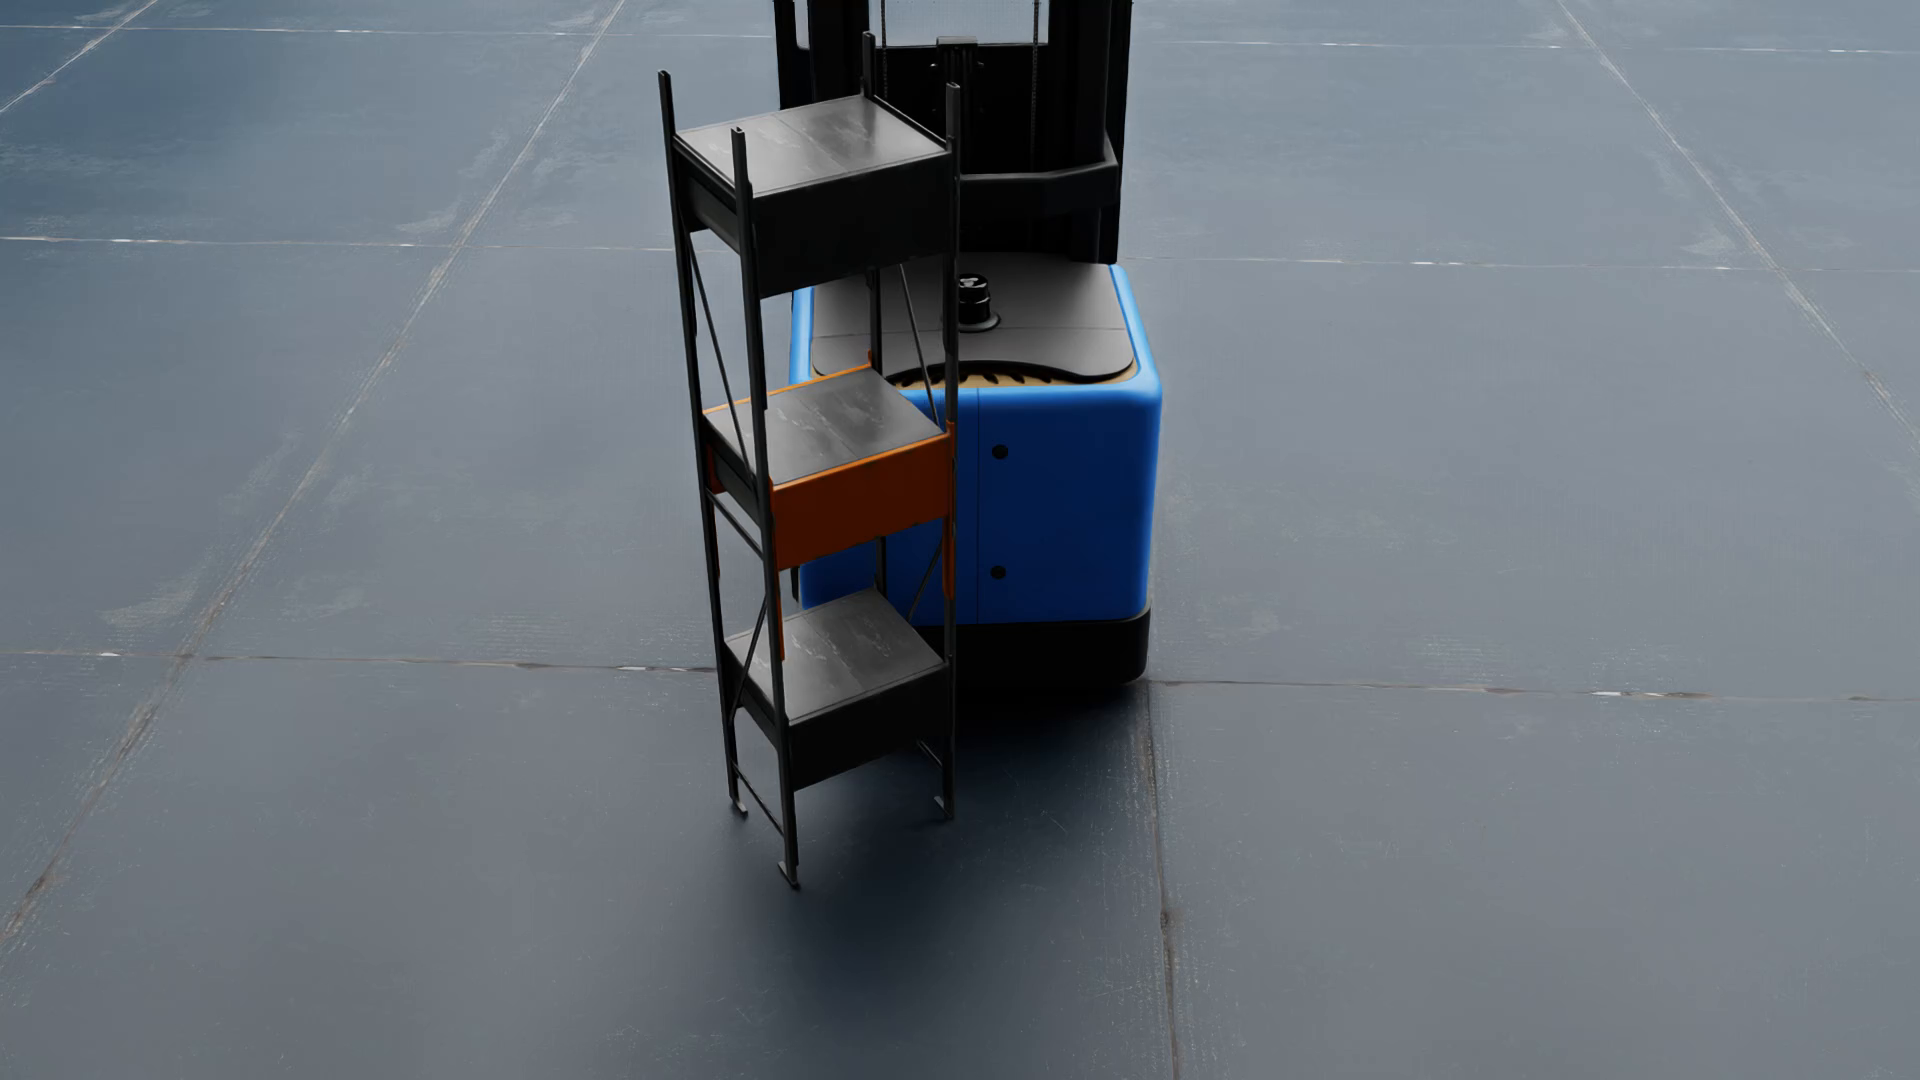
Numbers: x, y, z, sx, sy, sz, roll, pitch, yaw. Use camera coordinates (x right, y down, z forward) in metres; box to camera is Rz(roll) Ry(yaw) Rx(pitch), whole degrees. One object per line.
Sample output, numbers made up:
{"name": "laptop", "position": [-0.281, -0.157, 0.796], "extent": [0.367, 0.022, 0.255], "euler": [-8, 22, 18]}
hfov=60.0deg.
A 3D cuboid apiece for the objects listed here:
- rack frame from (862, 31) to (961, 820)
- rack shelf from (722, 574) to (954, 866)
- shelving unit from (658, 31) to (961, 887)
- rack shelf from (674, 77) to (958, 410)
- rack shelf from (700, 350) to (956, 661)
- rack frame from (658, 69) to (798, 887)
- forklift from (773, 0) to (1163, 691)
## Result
{"name": "rack frame", "position": [-0.117, -0.177, 4.171], "extent": [0.015, 2.100, 0.400], "euler": [-19, 40, -25]}
{"name": "rack shelf", "position": [-0.331, 0.476, 4.482], "extent": [0.480, 0.518, 0.431], "euler": [-19, 40, -25]}
{"name": "shelving unit", "position": [-0.326, -0.105, 4.067], "extent": [0.503, 2.100, 0.431], "euler": [-19, 40, -25]}
{"name": "rack shelf", "position": [-0.320, -0.664, 3.669], "extent": [0.480, 0.518, 0.431], "euler": [-19, 40, -25]}
{"name": "rack shelf", "position": [-0.326, -0.094, 4.075], "extent": [0.480, 0.518, 0.431], "euler": [-19, 40, -25]}
{"name": "rack frame", "position": [-0.534, -0.033, 3.964], "extent": [0.015, 2.100, 0.400], "euler": [-19, 40, -25]}
{"name": "forklift", "position": [-0.036, -1.560, 5.420], "extent": [1.130, 2.935, 3.031], "euler": [-2, 35, -3]}
